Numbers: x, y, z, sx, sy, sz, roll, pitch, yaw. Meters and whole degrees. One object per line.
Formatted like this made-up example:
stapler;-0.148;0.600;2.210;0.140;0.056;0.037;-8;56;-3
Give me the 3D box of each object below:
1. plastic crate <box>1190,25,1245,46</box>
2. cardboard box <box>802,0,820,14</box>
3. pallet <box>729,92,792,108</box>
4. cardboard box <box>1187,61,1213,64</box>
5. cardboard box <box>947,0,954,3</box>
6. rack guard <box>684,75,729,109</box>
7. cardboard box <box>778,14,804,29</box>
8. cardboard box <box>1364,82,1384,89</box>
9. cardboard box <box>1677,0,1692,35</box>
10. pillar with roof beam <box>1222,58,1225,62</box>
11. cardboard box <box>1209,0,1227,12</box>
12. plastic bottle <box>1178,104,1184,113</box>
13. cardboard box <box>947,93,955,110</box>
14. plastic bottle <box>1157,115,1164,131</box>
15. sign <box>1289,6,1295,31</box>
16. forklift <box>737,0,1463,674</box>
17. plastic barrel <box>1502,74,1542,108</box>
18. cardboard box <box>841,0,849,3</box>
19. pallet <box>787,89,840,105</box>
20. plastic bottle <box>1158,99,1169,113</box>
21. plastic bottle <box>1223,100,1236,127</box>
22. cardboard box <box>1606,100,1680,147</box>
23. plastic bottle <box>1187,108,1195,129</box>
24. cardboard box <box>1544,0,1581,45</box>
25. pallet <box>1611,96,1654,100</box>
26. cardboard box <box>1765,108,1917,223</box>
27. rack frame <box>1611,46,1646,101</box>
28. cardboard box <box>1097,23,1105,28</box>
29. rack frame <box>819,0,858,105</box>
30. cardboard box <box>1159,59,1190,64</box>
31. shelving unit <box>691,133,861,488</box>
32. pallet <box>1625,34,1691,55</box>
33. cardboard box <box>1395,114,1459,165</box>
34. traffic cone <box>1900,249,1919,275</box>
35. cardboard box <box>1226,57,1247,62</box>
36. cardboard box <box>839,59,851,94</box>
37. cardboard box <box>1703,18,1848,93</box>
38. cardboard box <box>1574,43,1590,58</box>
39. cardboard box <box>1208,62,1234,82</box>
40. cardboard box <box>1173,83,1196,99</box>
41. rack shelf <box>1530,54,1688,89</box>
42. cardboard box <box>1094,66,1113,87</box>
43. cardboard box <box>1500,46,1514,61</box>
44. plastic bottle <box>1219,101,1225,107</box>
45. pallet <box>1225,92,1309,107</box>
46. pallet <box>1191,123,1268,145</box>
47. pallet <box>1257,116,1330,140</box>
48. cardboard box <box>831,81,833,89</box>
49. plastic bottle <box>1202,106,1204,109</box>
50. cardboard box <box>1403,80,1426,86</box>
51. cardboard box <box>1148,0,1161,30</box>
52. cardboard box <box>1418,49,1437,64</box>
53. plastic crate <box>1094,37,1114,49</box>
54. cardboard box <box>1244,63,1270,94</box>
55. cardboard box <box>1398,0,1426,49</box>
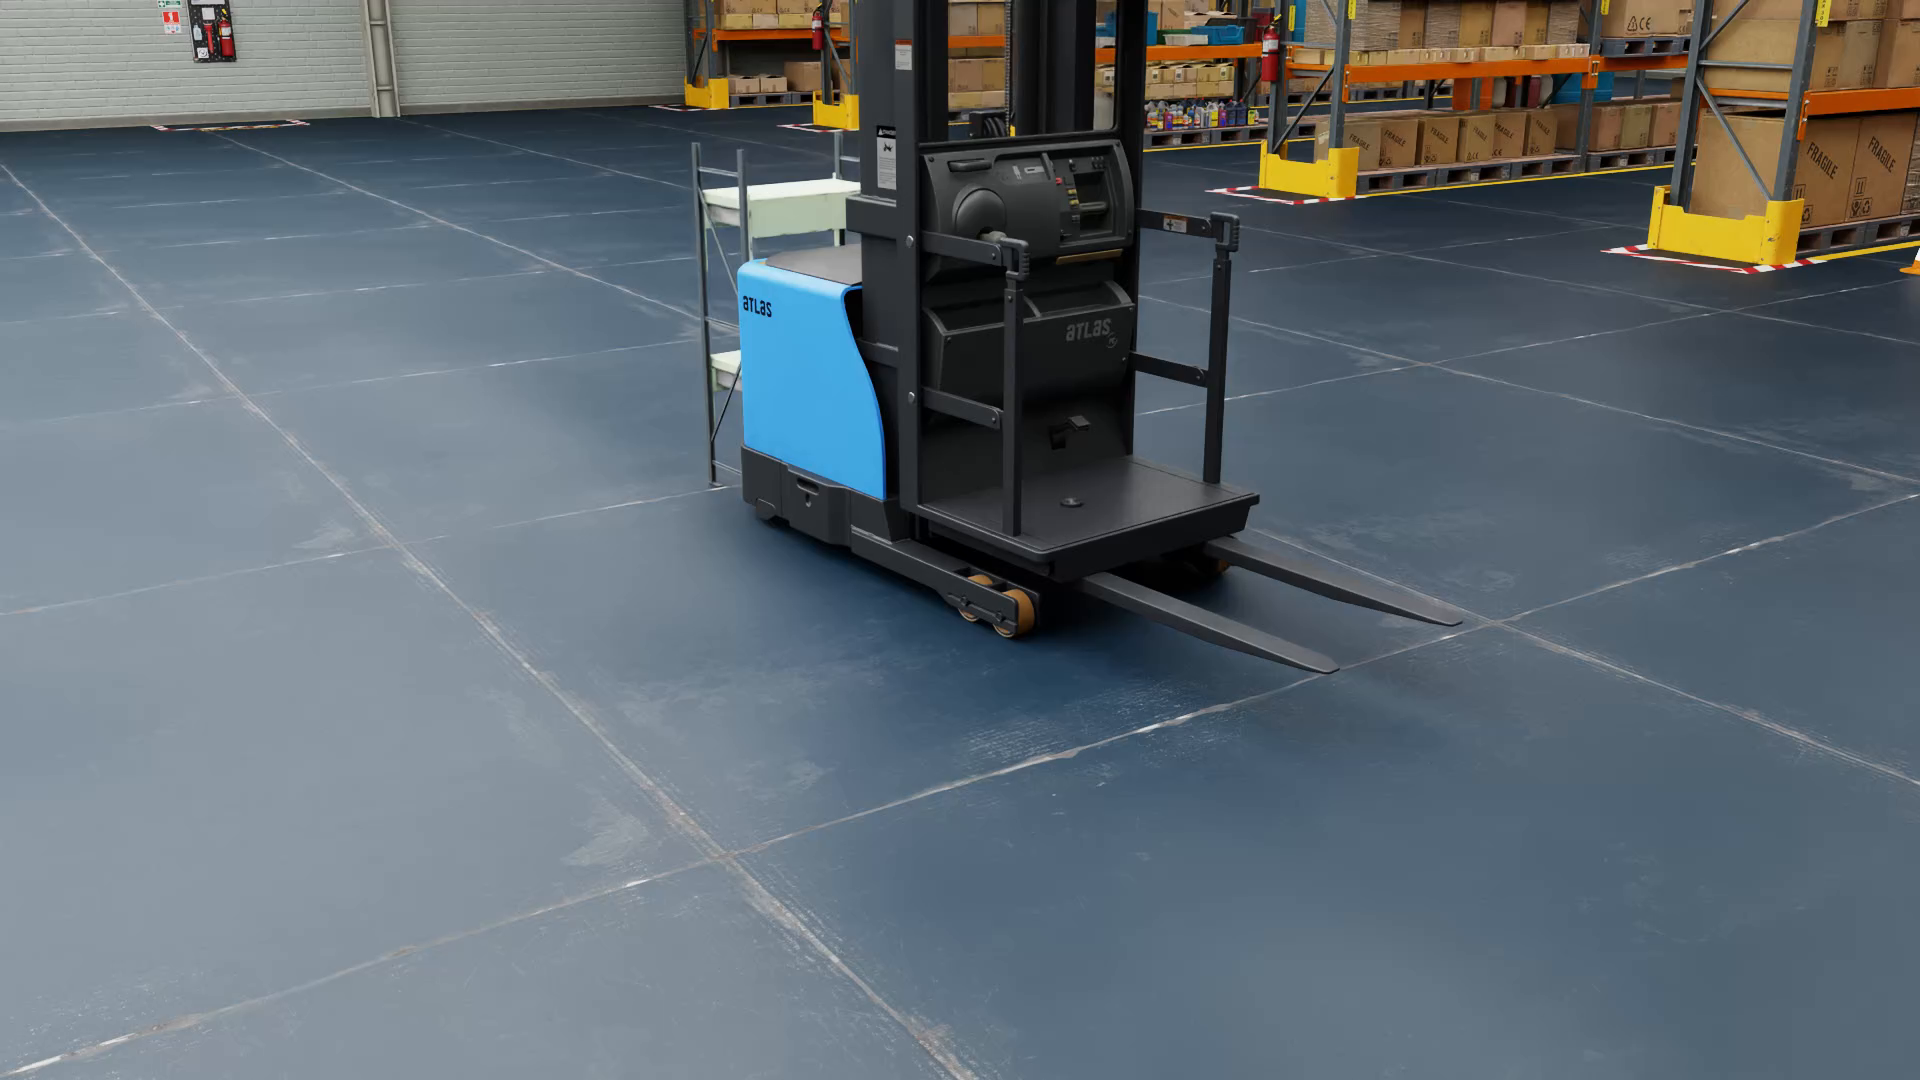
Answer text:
plastic crate;3.469;-6.813;22.447;0.616;0.251;0.499;-12;22;-31
cardboard box;-2.703;-9.662;29.673;0.500;0.500;0.500;-11;22;-30
pallet;-3.784;-7.923;29.850;1.213;0.211;1.003;-12;22;-31
cardboard box;4.265;-8.330;29.462;0.500;0.311;0.500;-11;22;-30
cardboard box;-0.297;-8.366;25.638;0.250;0.149;0.380;-12;22;-32
rack guard;-4.482;-7.926;29.409;0.348;0.500;1.175;-12;22;-31
cardboard box;-3.108;-9.220;29.535;0.500;0.250;0.500;-12;22;-32
cardboard box;7.533;-8.662;30.899;0.500;0.500;0.500;-12;22;-31
cardboard box;8.365;-6.405;20.188;0.637;0.503;0.797;-9;21;-26
pillar with roof beam;7.954;-13.256;31.903;0.400;9.000;9.100;-12;22;-31
cardboard box;5.230;-11.259;34.714;0.500;0.500;0.500;-12;22;-32
plastic bottle;3.082;-5.967;23.284;0.097;0.271;0.097;0;19;0
cardboard box;-0.414;-6.881;26.052;0.500;0.250;0.500;-12;22;-31
plastic bottle;2.676;-5.584;22.260;0.097;0.201;0.097;0;19;0
sign;4.538;-7.133;22.729;0.005;0.325;0.100;-12;22;-31
forklift;0.395;-1.231;5.810;1.130;2.935;3.031;-14;23;-36
plastic barrel;8.927;-7.202;26.474;0.708;0.588;0.600;-12;22;-31
cardboard box;-1.603;-8.245;25.282;0.250;0.149;0.380;-12;22;-32
pallet;-2.766;-8.136;30.482;1.213;0.211;1.003;-12;22;-31
plastic bottle;2.829;-5.966;23.156;0.185;0.351;0.144;-12;22;-32
plastic bottle;3.705;-5.881;22.905;0.185;0.351;0.144;-13;23;-34
cardboard box;8.369;-5.131;20.454;0.500;0.500;0.700;-14;23;-36
plastic bottle;3.128;-5.712;22.531;0.097;0.271;0.097;0;19;0
cardboard box;6.558;-5.952;19.047;0.500;0.500;0.875;-12;22;-31
pallet;11.518;-7.379;28.243;1.213;0.211;1.003;-12;22;-31
cardboard box;7.535;-3.263;14.374;0.875;0.875;0.875;-12;22;-32
rack frame;10.926;-8.561;27.383;0.127;3.000;1.000;-12;22;-31
cardboard box;2.376;-8.459;27.476;0.250;0.149;0.380;-12;22;-31
rack frame;-1.818;-7.772;25.052;0.127;3.000;1.000;-12;22;-31
cardboard box;4.265;-10.084;34.591;0.750;0.750;0.750;-11;22;-30
shelving unit;-0.716;-0.992;7.336;0.755;1.500;0.431;-14;23;-36
pallet;8.678;-6.081;20.347;1.213;0.211;1.003;-12;22;-31
cardboard box;5.172;-4.462;18.507;0.500;0.500;0.500;-10;21;-26
traffic cone;7.496;-2.290;12.794;0.334;0.463;0.336;-12;22;-31
cardboard box;6.158;-10.330;35.863;0.500;0.500;0.700;-12;22;-31
cardboard box;-1.533;-7.198;25.819;0.500;0.500;0.500;-12;22;-31
cardboard box;6.556;-3.926;13.440;0.550;0.550;0.875;-12;22;-31
cardboard box;6.950;-5.591;18.992;0.250;0.149;0.380;-12;22;-31
cardboard box;4.562;-8.185;29.035;0.500;0.311;0.500;-11;22;-30
cardboard box;3.708;-7.740;28.595;0.500;0.250;0.500;-11;22;-30
rack shelf;8.639;-5.838;20.453;4.000;0.370;1.077;-12;22;-31
cardboard box;2.426;-7.732;27.694;0.500;0.311;0.500;-12;22;-32
cardboard box;5.879;-5.384;18.380;0.250;0.149;0.380;-12;22;-31
plastic bottle;3.737;-6.128;23.762;0.097;0.271;0.097;0;19;0
pallet;5.508;-7.982;30.025;1.213;0.211;1.003;-12;22;-31
pallet;3.660;-5.723;23.344;1.213;0.211;1.003;-12;22;-31
pallet;4.879;-5.979;24.101;1.213;0.211;1.003;-12;22;-31
cardboard box;-2.551;-8.383;30.622;0.250;0.149;0.380;-14;23;-36
plastic bottle;3.357;-5.815;22.815;0.133;0.283;0.061;-12;22;-31
cardboard box;8.674;-8.837;31.711;0.500;0.311;0.500;-12;22;-31
cardboard box;3.032;-8.836;28.042;0.500;0.500;0.500;-12;22;-31
cardboard box;4.843;-5.160;17.717;0.250;0.149;0.380;-12;22;-31
plastic crate;1.828;-6.394;21.385;0.250;0.136;0.298;-12;22;-31
cardboard box;5.401;-8.210;29.561;0.500;0.500;0.500;-11;22;-29
cardboard box;4.454;-5.520;17.769;0.500;0.500;0.875;-12;22;-31
